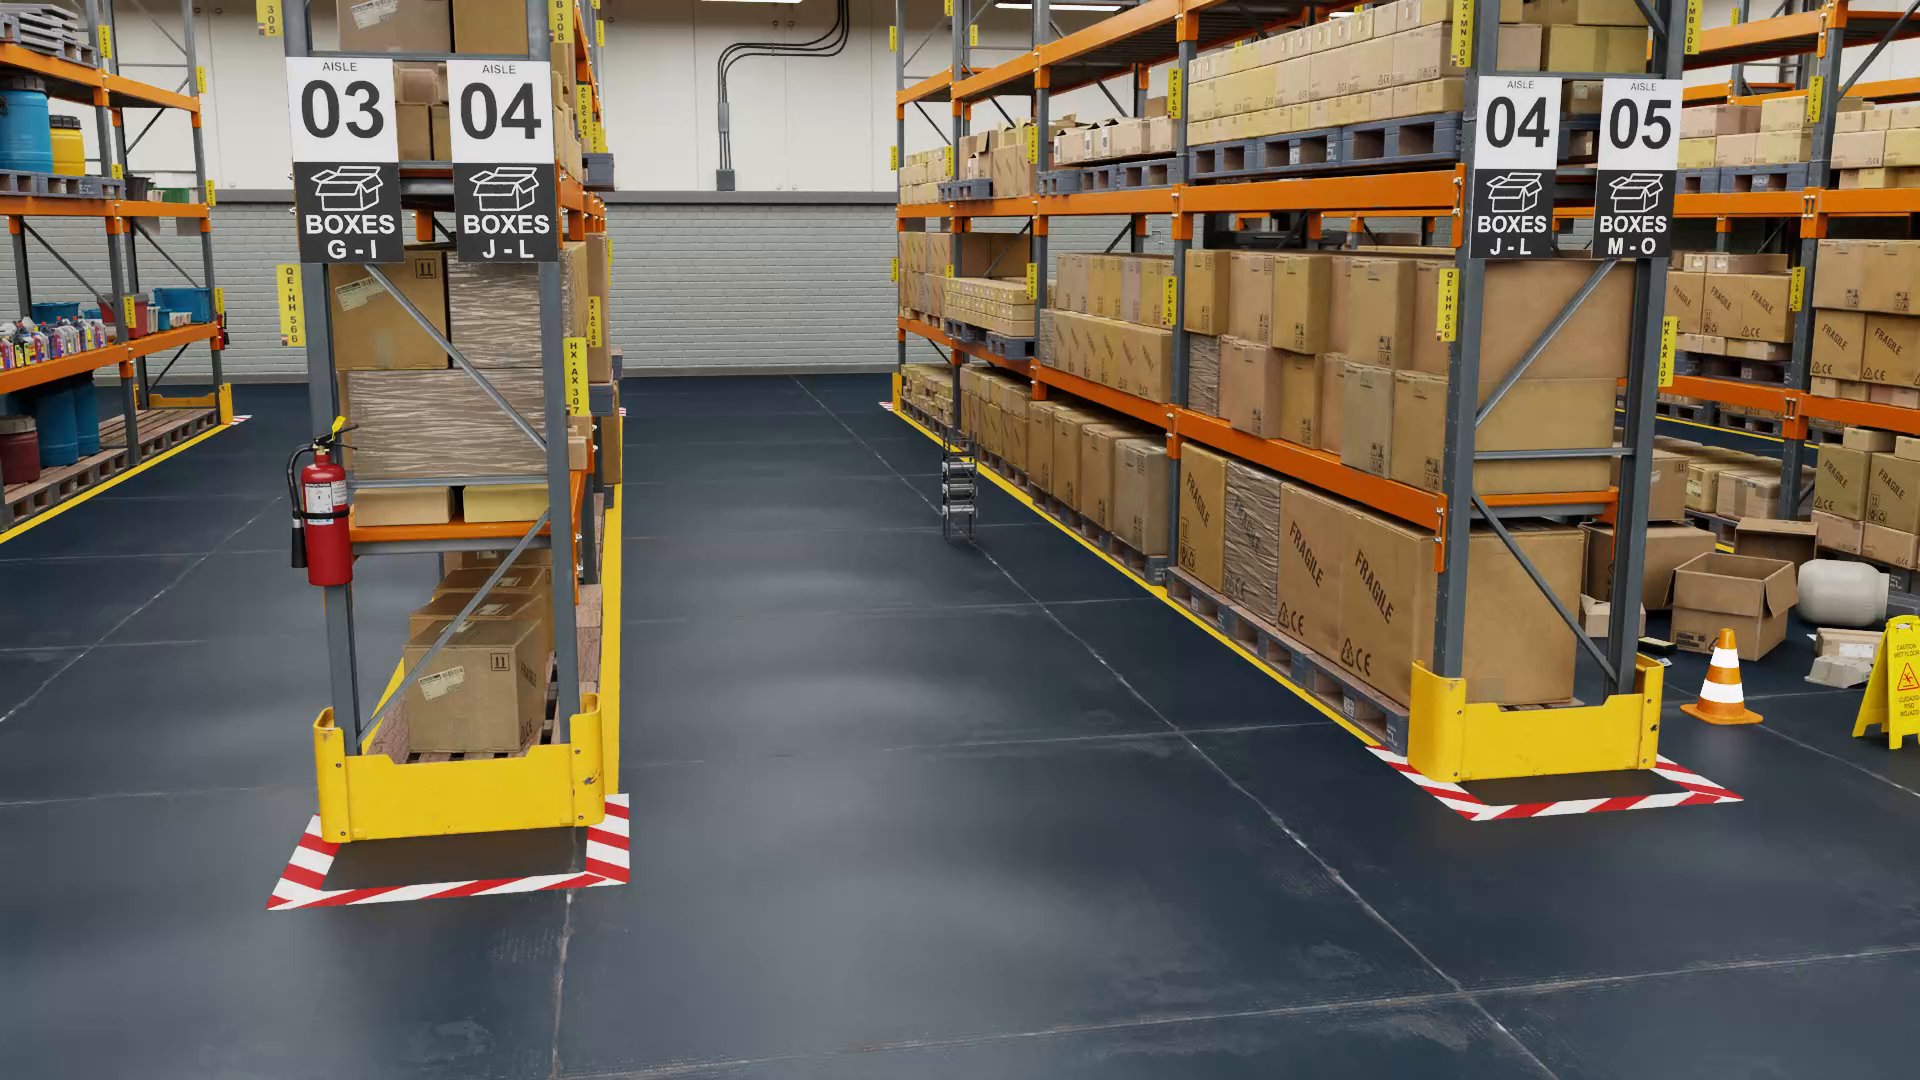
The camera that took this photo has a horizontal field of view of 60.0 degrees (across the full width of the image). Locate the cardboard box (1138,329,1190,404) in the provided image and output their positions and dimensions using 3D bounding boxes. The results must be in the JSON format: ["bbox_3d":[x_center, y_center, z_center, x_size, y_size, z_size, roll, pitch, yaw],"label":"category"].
[{"bbox_3d":[1.607,-1.266,12.057,0.500,0.500,0.500,-2,11,-11],"label":"cardboard box"}]

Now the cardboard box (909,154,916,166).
[{"bbox_3d":[-0.464,-4.961,21.713,0.380,0.149,0.250,-2,11,-10],"label":"cardboard box"}]

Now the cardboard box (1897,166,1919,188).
[{"bbox_3d":[6.780,-2.522,11.573,0.380,0.149,0.250,-2,11,-11],"label":"cardboard box"}]

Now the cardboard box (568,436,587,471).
[{"bbox_3d":[-2.154,-0.451,8.718,0.380,0.149,0.250,-2,11,-11],"label":"cardboard box"}]

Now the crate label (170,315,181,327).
[{"bbox_3d":[-9.650,-2.643,20.104,0.396,0.136,0.243,-2,11,-11],"label":"crate label"}]

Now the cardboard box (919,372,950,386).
[{"bbox_3d":[-0.319,-2.081,21.516,0.380,0.149,0.250,-2,11,-10],"label":"cardboard box"}]

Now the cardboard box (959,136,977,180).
[{"bbox_3d":[0.381,-4.253,18.608,0.700,0.500,0.500,-2,11,-11],"label":"cardboard box"}]

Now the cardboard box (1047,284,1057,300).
[{"bbox_3d":[1.090,-2.524,16.892,0.380,0.149,0.250,-2,11,-8],"label":"cardboard box"}]

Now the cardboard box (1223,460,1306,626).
[{"bbox_3d":[2.204,-0.010,10.287,0.875,0.875,0.875,-2,11,-11],"label":"cardboard box"}]

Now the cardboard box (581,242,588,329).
[{"bbox_3d":[-2.458,-1.491,9.771,0.500,0.500,0.500,-2,11,-11],"label":"cardboard box"}]

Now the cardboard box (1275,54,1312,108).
[{"bbox_3d":[2.089,-2.554,9.288,0.500,0.250,0.500,-2,11,-10],"label":"cardboard box"}]

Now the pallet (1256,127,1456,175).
[{"bbox_3d":[2.354,-2.187,9.379,1.003,0.211,1.213,-2,11,-11],"label":"pallet"}]

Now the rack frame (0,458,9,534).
[{"bbox_3d":[-8.550,-1.522,13.673,1.000,3.000,0.127,-2,11,-11],"label":"rack frame"}]

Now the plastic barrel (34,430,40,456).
[{"bbox_3d":[-9.079,-0.903,15.949,0.421,0.512,0.421,0,11,0],"label":"plastic barrel"}]

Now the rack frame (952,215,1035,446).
[{"bbox_3d":[0.415,-2.598,19.324,1.000,3.000,0.127,-2,11,-11],"label":"rack frame"}]

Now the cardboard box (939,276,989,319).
[{"bbox_3d":[0.044,-2.872,19.699,0.500,0.500,0.500,-2,11,-11],"label":"cardboard box"}]

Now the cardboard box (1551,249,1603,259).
[{"bbox_3d":[6.173,-2.703,16.932,0.500,0.500,0.500,-2,11,-13],"label":"cardboard box"}]

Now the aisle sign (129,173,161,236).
[{"bbox_3d":[-10.412,-4.269,21.151,0.394,0.787,0.004,-2,11,-11],"label":"aisle sign"}]

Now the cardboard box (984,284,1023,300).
[{"bbox_3d":[0.454,-2.500,16.767,0.380,0.149,0.250,-2,11,-11],"label":"cardboard box"}]

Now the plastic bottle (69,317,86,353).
[{"bbox_3d":[-8.792,-2.041,16.530,0.144,0.351,0.185,-2,11,-11],"label":"plastic bottle"}]

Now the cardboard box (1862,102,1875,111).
[{"bbox_3d":[6.980,-3.394,13.424,0.500,0.250,0.500,-2,11,-12],"label":"cardboard box"}]

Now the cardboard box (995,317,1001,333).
[{"bbox_3d":[0.549,-2.114,16.328,0.380,0.149,0.250,-2,11,-10],"label":"cardboard box"}]

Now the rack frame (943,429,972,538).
[{"bbox_3d":[-0.021,-0.462,13.718,0.240,0.900,0.006,-2,11,-11],"label":"rack frame"}]

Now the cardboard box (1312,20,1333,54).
[{"bbox_3d":[2.104,-2.677,8.865,0.380,0.149,0.250,-2,11,-12],"label":"cardboard box"}]

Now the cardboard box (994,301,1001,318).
[{"bbox_3d":[0.543,-2.264,16.325,0.380,0.149,0.250,-2,11,-10],"label":"cardboard box"}]

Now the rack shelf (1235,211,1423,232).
[{"bbox_3d":[4.862,-4.283,22.081,1.077,0.370,4.000,-2,11,-11],"label":"rack shelf"}]

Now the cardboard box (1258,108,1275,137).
[{"bbox_3d":[1.958,-2.424,9.667,0.380,0.149,0.250,-2,11,-11],"label":"cardboard box"}]

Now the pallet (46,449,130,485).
[{"bbox_3d":[-9.219,-0.743,17.036,1.003,0.211,1.213,-2,11,-11],"label":"pallet"}]

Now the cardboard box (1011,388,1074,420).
[{"bbox_3d":[0.803,-1.327,16.203,0.500,0.250,0.500,-2,11,-12],"label":"cardboard box"}]

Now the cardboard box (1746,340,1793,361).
[{"bbox_3d":[6.436,-1.496,13.085,0.380,0.149,0.250,-2,11,-10],"label":"cardboard box"}]

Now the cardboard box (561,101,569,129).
[{"bbox_3d":[-2.306,-2.274,8.934,0.380,0.149,0.250,-2,11,-8],"label":"cardboard box"}]

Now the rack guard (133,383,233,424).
[{"bbox_3d":[-10.124,-1.766,21.636,1.175,0.500,0.348,-2,11,-11],"label":"rack guard"}]

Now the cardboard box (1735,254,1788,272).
[{"bbox_3d":[6.750,-2.344,14.069,0.380,0.149,0.250,-1,11,-8],"label":"cardboard box"}]

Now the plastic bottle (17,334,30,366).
[{"bbox_3d":[-8.433,-1.710,14.968,0.061,0.283,0.133,-2,11,-11],"label":"plastic bottle"}]

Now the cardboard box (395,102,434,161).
[{"bbox_3d":[-2.479,-1.714,7.060,0.500,0.250,0.500,-2,11,-10],"label":"cardboard box"}]

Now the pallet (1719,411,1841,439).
[{"bbox_3d":[10.314,-1.460,20.803,1.003,0.211,1.213,-2,11,-11],"label":"pallet"}]

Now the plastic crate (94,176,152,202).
[{"bbox_3d":[-9.301,-3.903,18.508,0.497,0.269,0.590,-2,11,-11],"label":"plastic crate"}]

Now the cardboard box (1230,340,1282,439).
[{"bbox_3d":[2.173,-0.934,10.179,0.875,0.550,0.550,-2,11,-11],"label":"cardboard box"}]

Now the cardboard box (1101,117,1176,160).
[{"bbox_3d":[1.414,-3.129,12.941,0.500,0.311,0.500,-3,11,-13],"label":"cardboard box"}]

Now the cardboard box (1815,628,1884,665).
[{"bbox_3d":[5.349,0.638,9.947,0.380,0.149,0.250,4,11,18],"label":"cardboard box"}]

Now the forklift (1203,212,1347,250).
[{"bbox_3d":[2.841,-1.800,15.315,1.130,2.935,3.031,-2,11,-11],"label":"forklift"}]

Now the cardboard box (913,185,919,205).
[{"bbox_3d":[-0.315,-4.449,21.428,0.500,0.250,0.500,-2,11,-13],"label":"cardboard box"}]

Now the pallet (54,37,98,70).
[{"bbox_3d":[-9.137,-4.763,16.230,1.003,0.211,1.213,-2,11,-11],"label":"pallet"}]

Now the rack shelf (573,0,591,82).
[{"bbox_3d":[-3.303,-3.733,12.235,1.077,0.370,4.000,-2,11,-11],"label":"rack shelf"}]

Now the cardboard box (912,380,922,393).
[{"bbox_3d":[-0.437,-2.033,22.062,0.380,0.149,0.250,-2,11,-9],"label":"cardboard box"}]

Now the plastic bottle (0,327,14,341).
[{"bbox_3d":[-9.283,-1.932,16.157,0.152,0.276,0.135,-2,11,-11],"label":"plastic bottle"}]

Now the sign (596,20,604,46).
[{"bbox_3d":[-4.713,-6.632,21.762,0.100,0.325,0.005,-2,11,-11],"label":"sign"}]

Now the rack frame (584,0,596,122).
[{"bbox_3d":[-4.470,-5.383,17.912,1.000,3.000,0.127,-2,11,-11],"label":"rack frame"}]

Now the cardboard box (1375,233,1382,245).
[{"bbox_3d":[5.379,-3.769,20.801,0.380,0.149,0.250,-2,11,-10],"label":"cardboard box"}]

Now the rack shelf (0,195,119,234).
[{"bbox_3d":[-8.939,-3.009,15.387,1.077,0.370,4.000,-2,11,-11],"label":"rack shelf"}]

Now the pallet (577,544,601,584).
[{"bbox_3d":[-3.067,0.258,11.775,1.003,0.211,1.213,-2,11,-11],"label":"pallet"}]

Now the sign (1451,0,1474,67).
[{"bbox_3d":[2.214,-2.250,7.314,0.100,0.325,0.005,-2,11,-11],"label":"sign"}]

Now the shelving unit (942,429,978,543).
[{"bbox_3d":[-0.002,-0.444,13.620,0.258,0.900,0.210,-2,11,-11],"label":"shelving unit"}]
